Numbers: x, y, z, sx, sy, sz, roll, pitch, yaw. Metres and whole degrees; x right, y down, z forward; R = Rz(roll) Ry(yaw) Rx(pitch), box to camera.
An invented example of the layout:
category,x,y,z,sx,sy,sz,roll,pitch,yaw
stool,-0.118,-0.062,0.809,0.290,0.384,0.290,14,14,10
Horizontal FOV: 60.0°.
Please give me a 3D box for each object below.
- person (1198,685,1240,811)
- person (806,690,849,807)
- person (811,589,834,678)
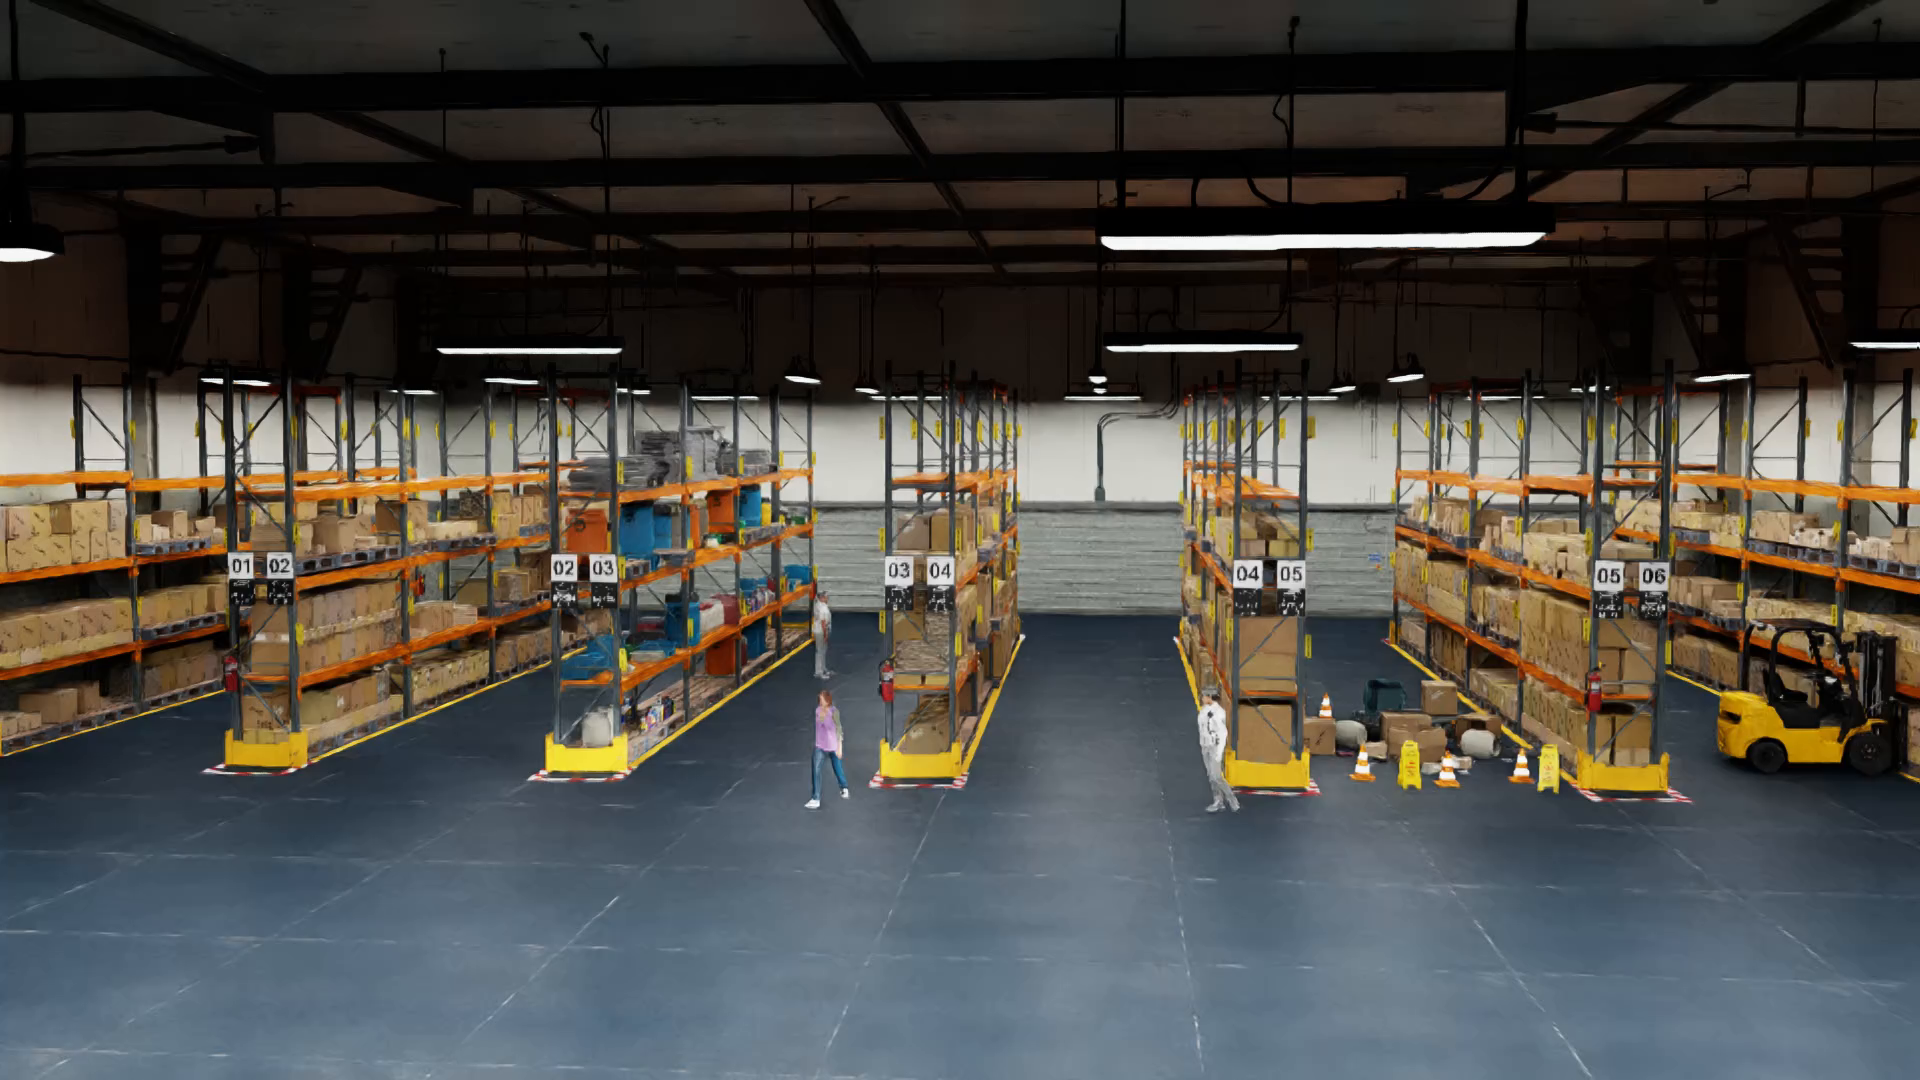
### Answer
category,x,y,z,sx,sy,sz,roll,pitch,yaw
person,3.369,2.730,21.791,0.439,1.659,0.630,-2,4,-27
person,-1.737,2.755,22.242,0.435,1.543,0.849,1,4,22
person,-2.762,1.888,33.774,0.490,1.767,0.625,-1,4,-17
